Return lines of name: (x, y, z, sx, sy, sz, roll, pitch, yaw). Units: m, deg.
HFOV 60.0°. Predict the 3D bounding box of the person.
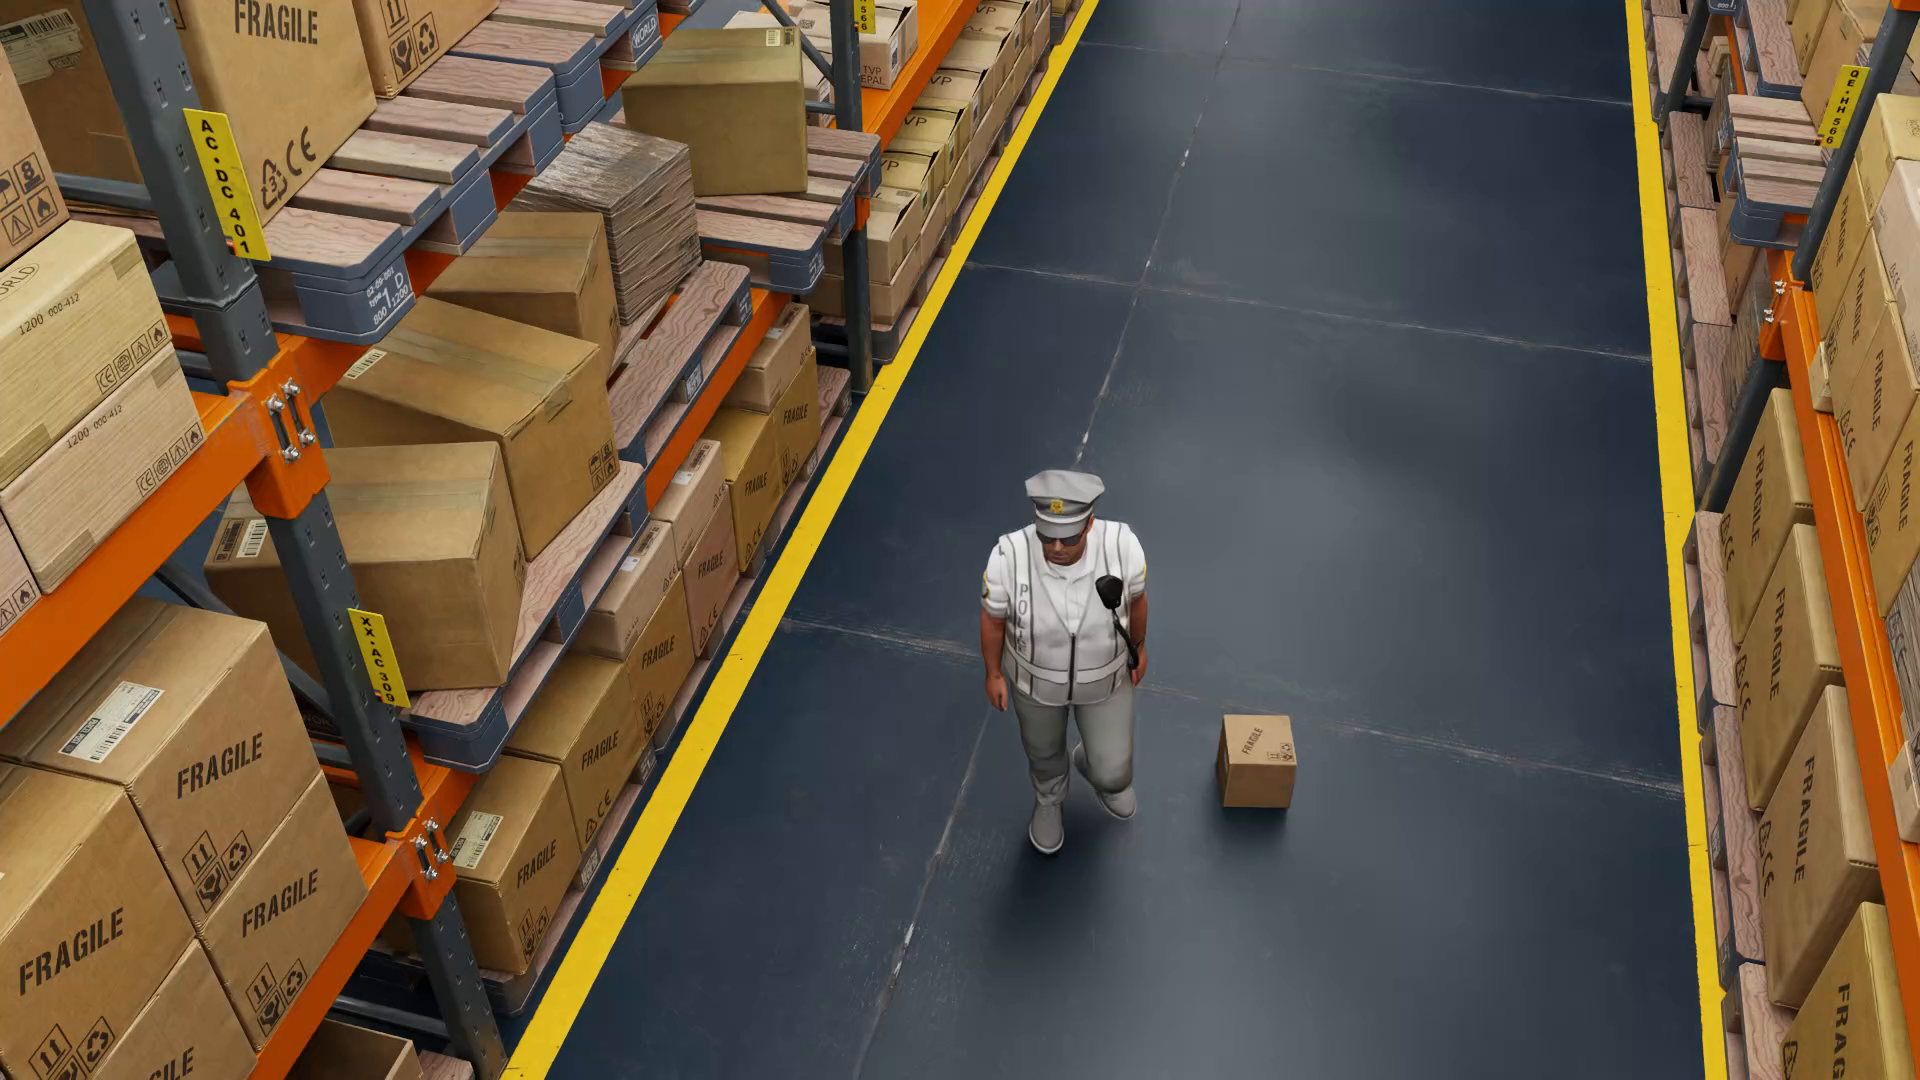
person: (0.362, 0.420, 5.639, 0.591, 1.752, 0.484, 1, 41, 1)
